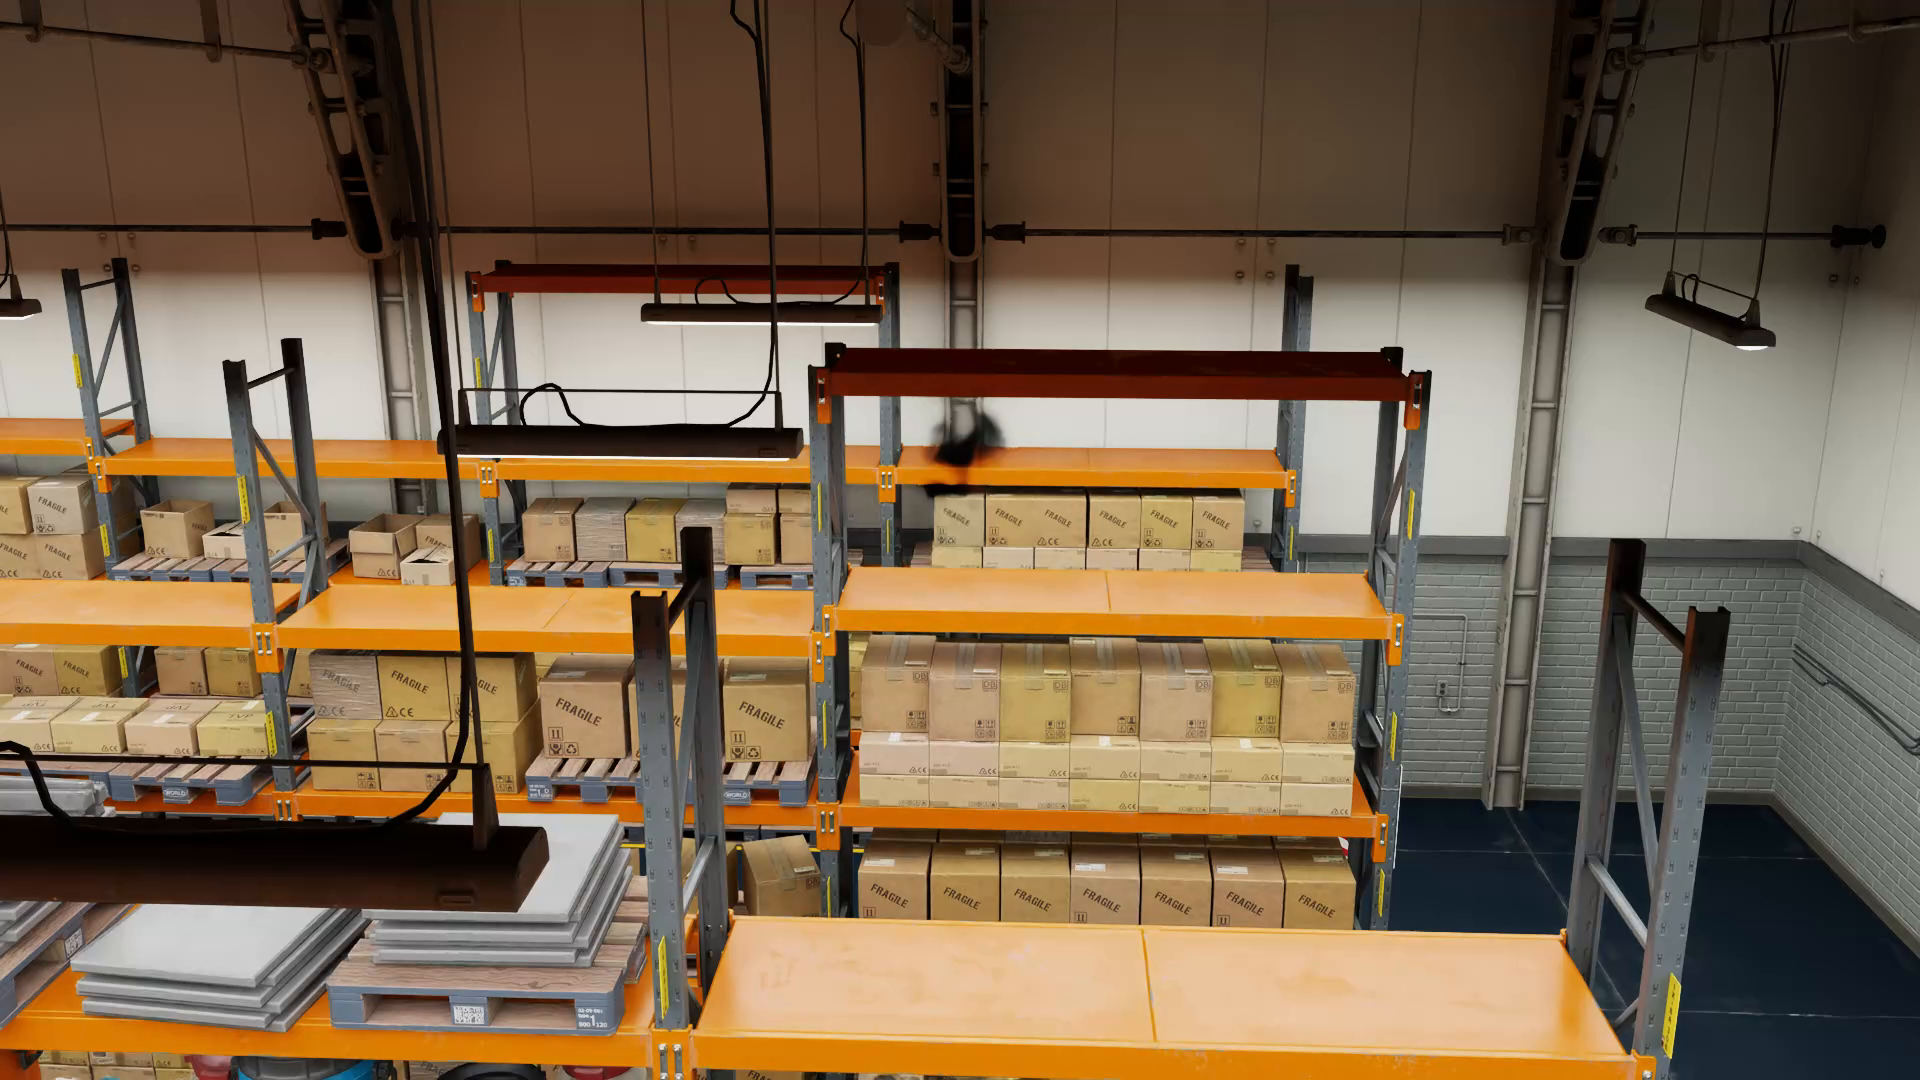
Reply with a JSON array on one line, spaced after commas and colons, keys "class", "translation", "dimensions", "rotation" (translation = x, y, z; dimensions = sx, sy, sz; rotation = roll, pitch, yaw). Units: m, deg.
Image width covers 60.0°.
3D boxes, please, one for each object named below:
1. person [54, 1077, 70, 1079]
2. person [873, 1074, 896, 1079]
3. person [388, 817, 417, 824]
[{"class": "person", "translation": [-5.678, 4.258, 10.773], "dimensions": [0.741, 1.767, 0.667], "rotation": [-1, 16, -3]}, {"class": "person", "translation": [-0.481, 4.264, 10.945], "dimensions": [0.780, 1.717, 0.551], "rotation": [-2, 16, -8]}, {"class": "person", "translation": [-4.864, 3.136, 14.805], "dimensions": [0.865, 1.676, 0.624], "rotation": [0, 16, 1]}]
